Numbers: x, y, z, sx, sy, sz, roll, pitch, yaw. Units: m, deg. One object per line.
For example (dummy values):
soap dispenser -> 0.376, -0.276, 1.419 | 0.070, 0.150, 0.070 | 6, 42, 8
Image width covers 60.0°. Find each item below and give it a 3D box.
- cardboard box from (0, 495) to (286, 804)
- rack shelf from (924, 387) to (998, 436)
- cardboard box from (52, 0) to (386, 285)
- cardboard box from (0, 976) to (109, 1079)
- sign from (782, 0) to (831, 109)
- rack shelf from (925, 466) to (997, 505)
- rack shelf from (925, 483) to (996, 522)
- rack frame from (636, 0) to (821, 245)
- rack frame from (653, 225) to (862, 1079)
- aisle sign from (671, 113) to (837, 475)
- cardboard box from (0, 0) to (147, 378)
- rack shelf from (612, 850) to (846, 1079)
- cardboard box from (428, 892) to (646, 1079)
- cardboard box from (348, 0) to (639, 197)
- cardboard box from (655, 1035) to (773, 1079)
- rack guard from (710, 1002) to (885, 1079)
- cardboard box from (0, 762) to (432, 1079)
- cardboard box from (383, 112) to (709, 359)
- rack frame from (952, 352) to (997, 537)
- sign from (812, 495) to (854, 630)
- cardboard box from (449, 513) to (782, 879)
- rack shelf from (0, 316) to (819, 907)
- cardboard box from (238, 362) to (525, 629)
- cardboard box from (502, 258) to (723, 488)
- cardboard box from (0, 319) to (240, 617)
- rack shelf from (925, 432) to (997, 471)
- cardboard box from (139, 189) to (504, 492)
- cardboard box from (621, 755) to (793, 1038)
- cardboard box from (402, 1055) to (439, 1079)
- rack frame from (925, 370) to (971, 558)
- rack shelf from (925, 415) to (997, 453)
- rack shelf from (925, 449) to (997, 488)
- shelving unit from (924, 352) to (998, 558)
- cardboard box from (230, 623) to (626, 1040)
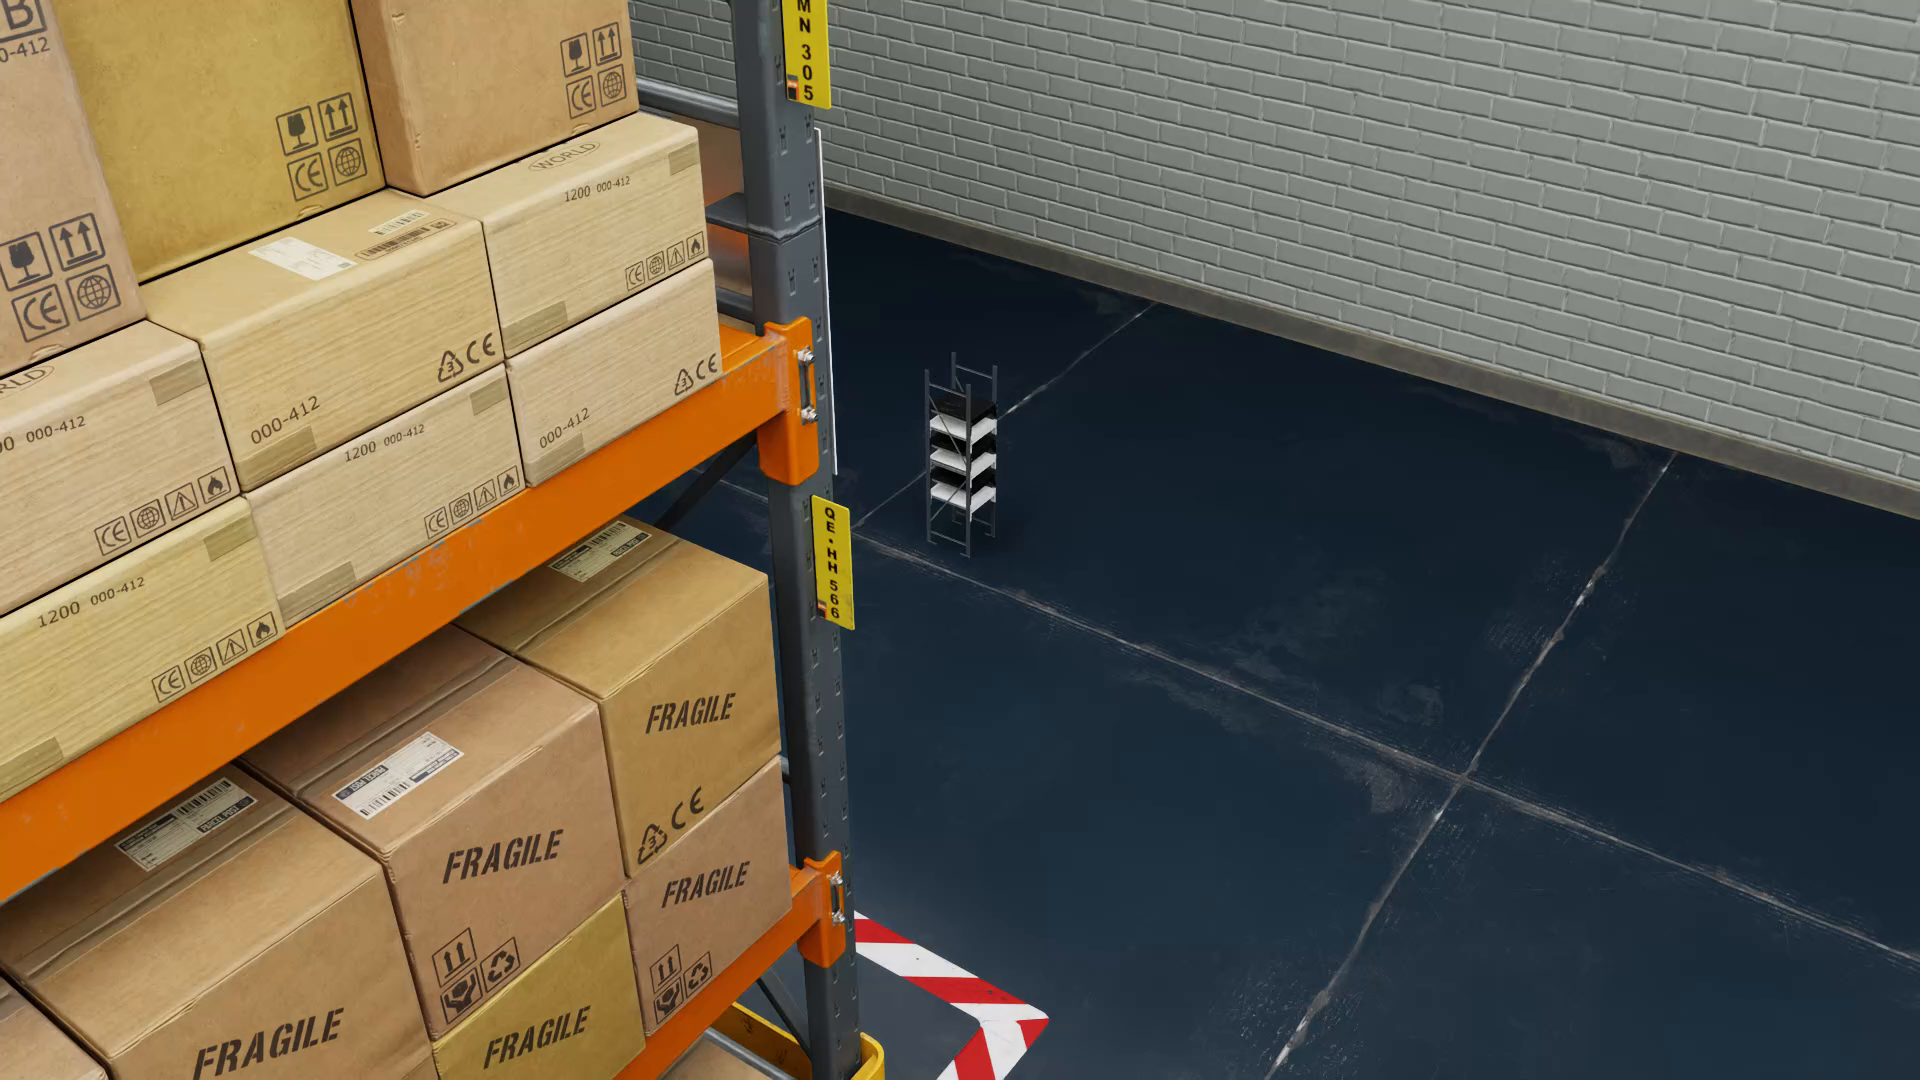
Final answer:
cardboard box -> -1.369, 0.078, 2.413 | 0.500, 0.250, 0.500 | 21, 39, 28
rack shelf -> 0.005, -0.573, 7.371 | 0.258, 0.077, 0.200 | 21, 39, 28
cardboard box -> -1.359, -0.776, 2.561 | 0.700, 0.500, 0.500 | 21, 39, 28
cardboard box -> -1.624, 1.024, 2.577 | 0.500, 0.500, 0.500 | 23, 40, 30
sign -> -0.280, -0.946, 3.002 | 0.100, 0.325, 0.005 | 21, 39, 28
rack shelf -> 0.005, -0.274, 7.573 | 0.258, 0.077, 0.200 | 21, 39, 28
rack shelf -> 0.005, -0.200, 7.623 | 0.258, 0.077, 0.200 | 21, 39, 28
rack frame -> -0.725, -2.008, 2.686 | 1.000, 3.000, 0.127 | 21, 39, 28
rack frame -> -0.725, 0.477, 4.367 | 1.000, 3.000, 0.127 | 21, 39, 28
aisle sign -> -0.434, -0.533, 3.540 | 0.394, 0.787, 0.004 | 21, 39, 28
cardboard box -> -1.556, -0.512, 2.170 | 0.700, 0.500, 0.500 | 21, 39, 28
rack shelf -> -1.865, 1.696, 3.207 | 1.077, 0.370, 4.000 | 21, 39, 28
cardboard box -> -1.049, 0.969, 3.550 | 0.500, 0.500, 0.500 | 22, 40, 29
cardboard box -> -1.004, -0.979, 2.861 | 0.700, 0.500, 0.500 | 21, 39, 28
cardboard box -> -0.832, 1.659, 4.457 | 0.500, 0.500, 0.500 | 21, 39, 28
rack guard -> -0.768, 1.548, 5.015 | 1.175, 0.500, 0.348 | 21, 39, 28
cardboard box -> -1.332, 0.787, 2.926 | 0.500, 0.500, 0.500 | 22, 40, 29
cardboard box -> -0.808, -0.592, 2.958 | 0.500, 0.250, 0.500 | 21, 39, 28
rack frame -> 0.063, -0.423, 7.573 | 0.240, 0.900, 0.006 | 21, 39, 28
sign -> -0.280, 0.053, 3.678 | 0.100, 0.325, 0.005 | 21, 39, 28
cardboard box -> -0.752, 0.314, 3.626 | 0.500, 0.500, 0.500 | 21, 39, 28
rack shelf -> -1.865, 0.453, 2.367 | 1.077, 0.370, 4.000 | 21, 39, 28
cardboard box -> -1.095, -0.156, 2.759 | 0.500, 0.250, 0.500 | 21, 39, 28
cardboard box -> -0.801, -0.382, 3.094 | 0.500, 0.250, 0.500 | 21, 39, 28
cardboard box -> -1.381, -0.133, 2.279 | 0.500, 0.250, 0.500 | 21, 39, 28
rack shelf -> 0.005, -0.423, 7.472 | 0.258, 0.077, 0.200 | 21, 39, 28
cardboard box -> -1.093, -0.362, 2.618 | 0.500, 0.250, 0.500 | 21, 39, 28
cardboard box -> -0.756, 0.729, 3.905 | 0.500, 0.500, 0.500 | 23, 40, 30
cardboard box -> -1.338, 1.197, 3.214 | 0.500, 0.500, 0.500 | 22, 40, 29
rack frame -> -0.053, -0.330, 7.434 | 0.240, 0.900, 0.006 | 21, 39, 28
rack shelf -> 0.005, -0.498, 7.421 | 0.258, 0.077, 0.200 | 21, 39, 28
rack shelf -> 0.005, -0.349, 7.522 | 0.258, 0.077, 0.200 | 21, 39, 28
shelving unit -> 0.005, -0.376, 7.503 | 0.258, 0.900, 0.210 | 21, 39, 28
cardboard box -> -1.040, 0.547, 3.281 | 0.500, 0.500, 0.500 | 22, 40, 29
